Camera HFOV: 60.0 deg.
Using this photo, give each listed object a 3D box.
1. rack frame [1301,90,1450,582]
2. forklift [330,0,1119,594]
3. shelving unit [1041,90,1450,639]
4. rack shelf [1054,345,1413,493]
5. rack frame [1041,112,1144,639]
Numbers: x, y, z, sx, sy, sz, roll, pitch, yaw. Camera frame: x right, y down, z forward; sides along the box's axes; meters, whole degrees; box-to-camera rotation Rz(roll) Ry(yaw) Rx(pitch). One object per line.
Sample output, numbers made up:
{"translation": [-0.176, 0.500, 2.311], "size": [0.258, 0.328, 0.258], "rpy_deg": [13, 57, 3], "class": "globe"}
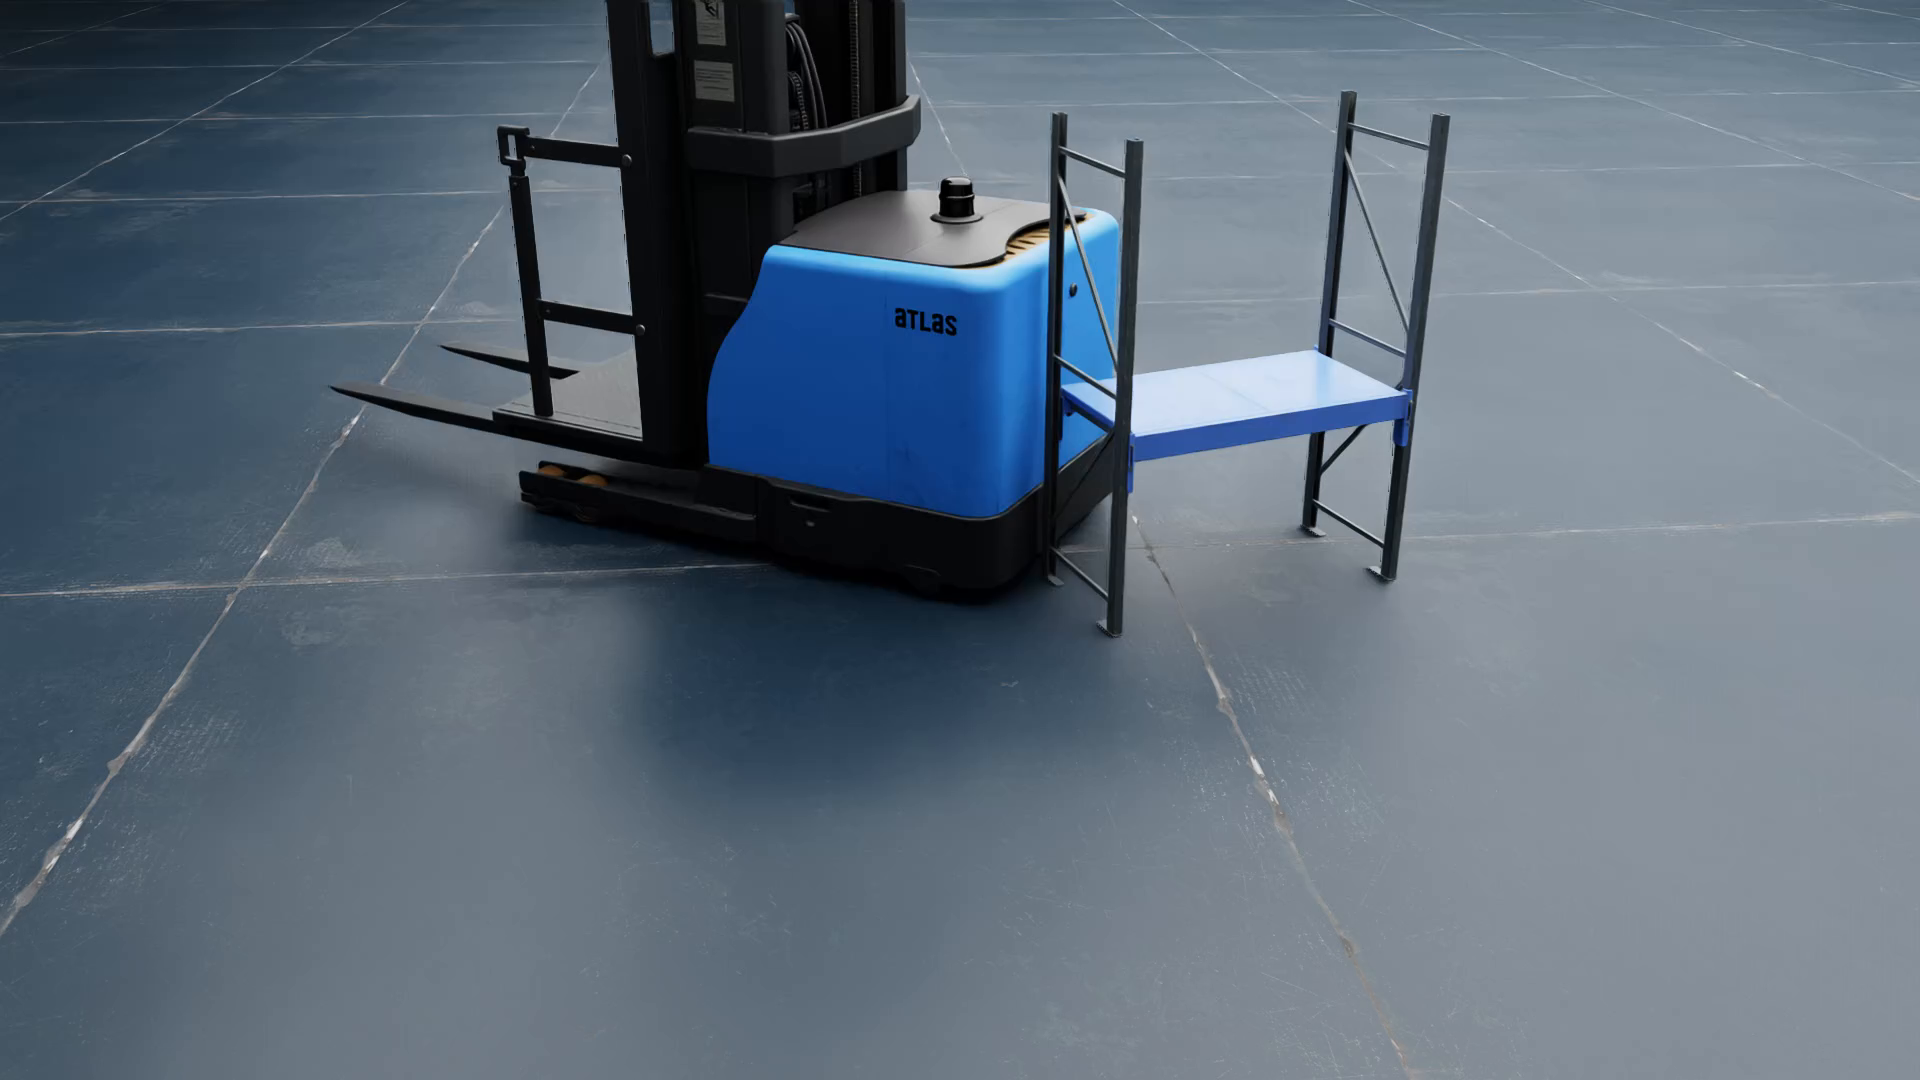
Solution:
{"translation": [1.316, -0.643, 5.350], "size": [0.032, 1.500, 0.500], "rpy_deg": [-10, 26, -21], "class": "rack frame"}
{"translation": [-0.998, -1.577, 5.688], "size": [3.031, 2.935, 1.130], "rpy_deg": [12, 27, 25], "class": "forklift"}
{"translation": [0.849, -0.561, 5.166], "size": [1.048, 1.500, 0.538], "rpy_deg": [-10, 26, -21], "class": "shelving unit"}
{"translation": [0.849, -0.397, 5.239], "size": [1.000, 0.185, 0.538], "rpy_deg": [-10, 26, -21], "class": "rack shelf"}
{"translation": [0.382, -0.480, 4.982], "size": [0.032, 1.500, 0.500], "rpy_deg": [-10, 26, -21], "class": "rack frame"}
